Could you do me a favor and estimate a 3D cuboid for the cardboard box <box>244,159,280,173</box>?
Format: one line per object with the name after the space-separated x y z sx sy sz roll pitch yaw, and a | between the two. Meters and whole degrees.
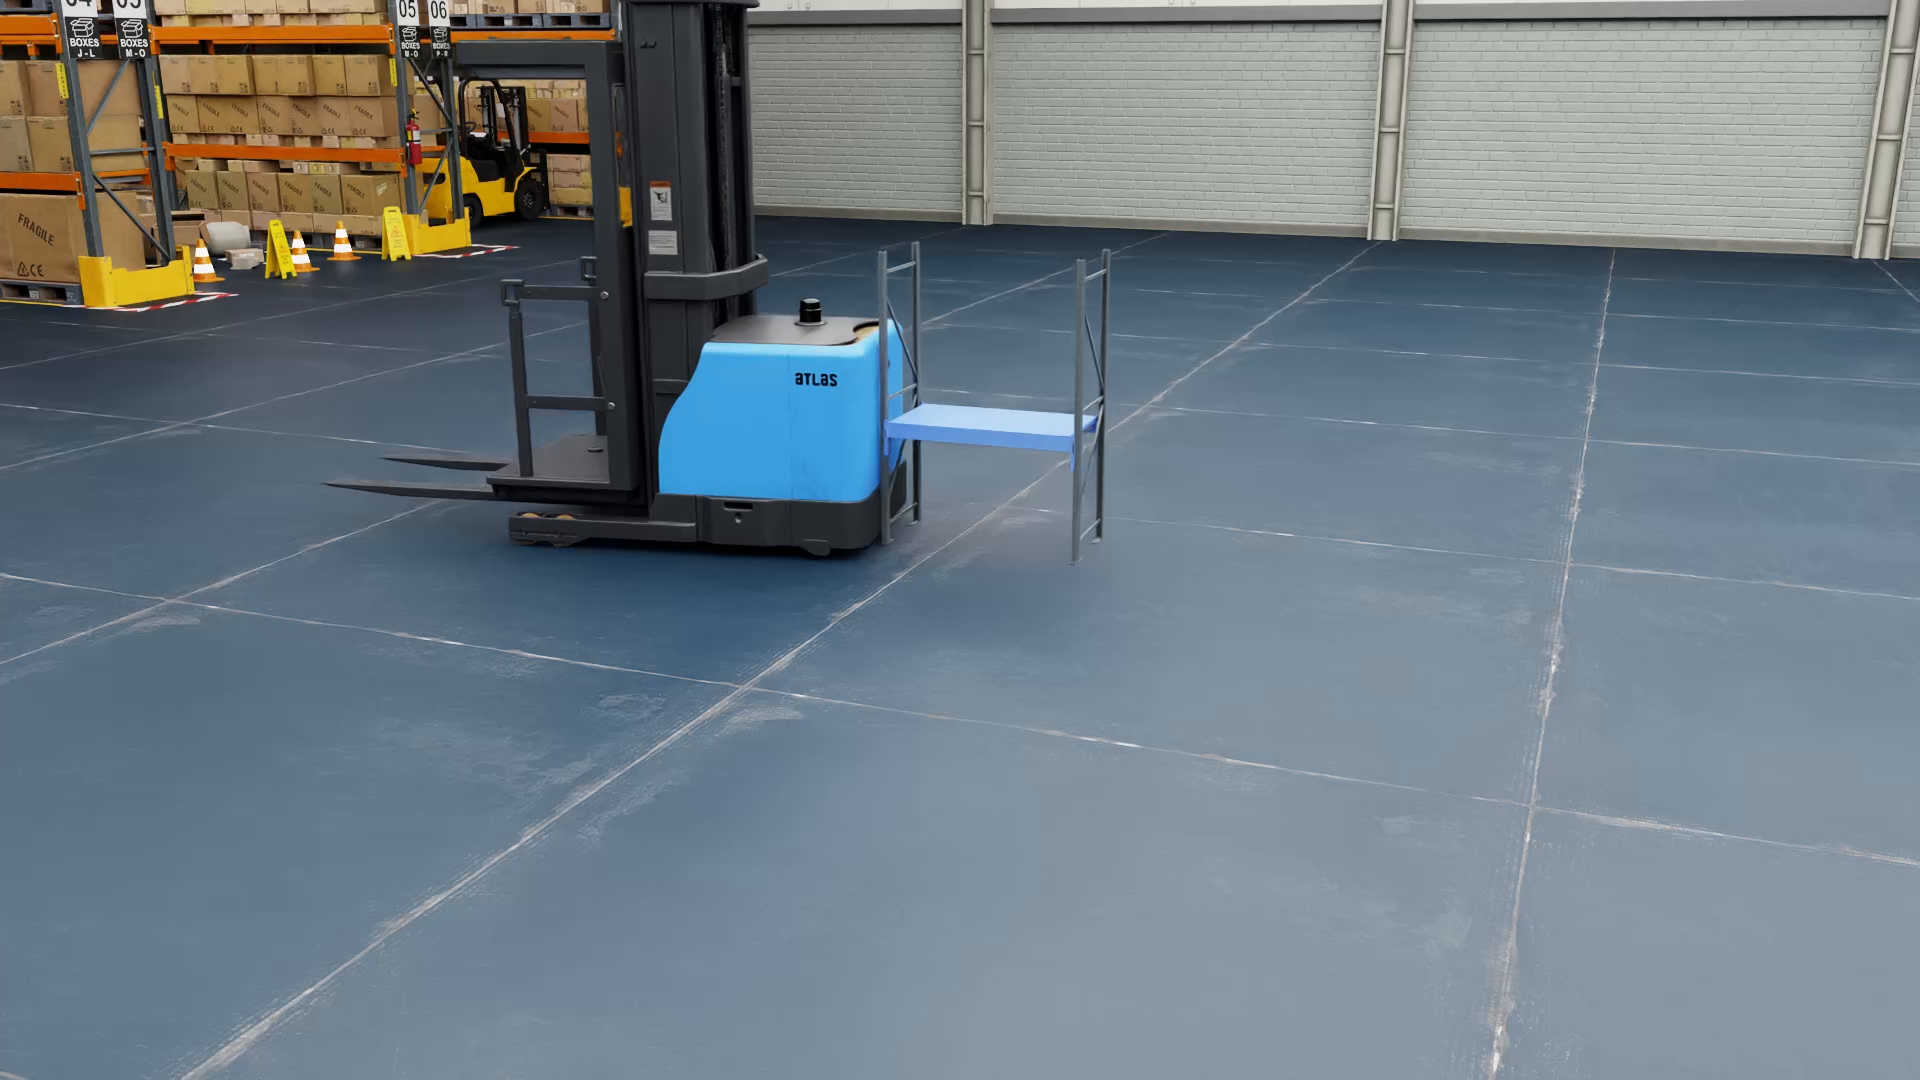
-9.258 -4.962 22.056 0.250 0.149 0.380 7 18 24 | cardboard box

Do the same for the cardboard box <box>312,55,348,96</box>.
-7.834 -5.958 21.311 0.500 0.500 0.700 6 17 21 | cardboard box

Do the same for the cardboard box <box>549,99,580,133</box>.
-6.027 -6.611 25.887 0.500 0.500 0.500 7 18 22 | cardboard box

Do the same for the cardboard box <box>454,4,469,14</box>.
-7.693 -8.301 26.025 0.250 0.149 0.380 7 18 22 | cardboard box

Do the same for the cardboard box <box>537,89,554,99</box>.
-6.378 -6.952 25.898 0.250 0.149 0.380 6 17 19 | cardboard box

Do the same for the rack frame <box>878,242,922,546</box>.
-0.307 -0.759 8.596 0.032 1.500 0.500 6 17 19 | rack frame

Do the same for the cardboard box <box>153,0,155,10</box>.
-11.129 -7.239 22.365 0.500 0.250 0.500 6 17 20 | cardboard box

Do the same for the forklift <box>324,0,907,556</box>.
-1.862 -1.509 8.614 3.031 2.935 1.130 3 16 10 | forklift

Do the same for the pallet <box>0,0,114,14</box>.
-9.227 -5.415 16.724 1.213 0.211 1.003 6 17 21 | pallet

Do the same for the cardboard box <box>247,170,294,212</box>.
-9.098 -4.653 22.154 0.500 0.500 0.500 7 18 24 | cardboard box

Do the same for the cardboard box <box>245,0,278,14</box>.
-8.808 -6.886 21.369 0.500 0.250 0.500 6 17 21 | cardboard box

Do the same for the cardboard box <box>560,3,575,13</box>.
-5.875 -8.101 25.336 0.250 0.149 0.380 6 17 19 | cardboard box

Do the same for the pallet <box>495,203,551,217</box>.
-6.851 -5.379 26.823 1.213 0.211 1.003 6 17 21 | pallet

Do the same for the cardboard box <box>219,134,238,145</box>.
-9.627 -5.345 22.155 0.250 0.149 0.380 7 18 22 | cardboard box

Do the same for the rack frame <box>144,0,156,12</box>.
-10.532 -8.528 21.908 0.127 3.000 1.000 6 17 21 | rack frame

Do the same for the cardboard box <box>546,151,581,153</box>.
-6.298 -6.089 26.654 0.500 0.250 0.500 6 17 20 | cardboard box

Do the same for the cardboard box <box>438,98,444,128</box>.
-8.397 -6.870 26.777 0.500 0.500 0.500 6 17 19 | cardboard box

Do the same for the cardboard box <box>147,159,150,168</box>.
-13.857 -6.439 29.205 0.500 0.500 0.500 7 18 23 | cardboard box

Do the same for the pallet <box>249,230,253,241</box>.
-9.894 -4.248 22.928 1.213 0.211 1.003 6 17 21 | pallet

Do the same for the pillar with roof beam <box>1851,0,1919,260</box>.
9.855 -6.754 15.797 0.400 9.000 9.100 6 17 21 | pillar with roof beam

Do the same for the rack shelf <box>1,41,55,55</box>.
-18.017 -9.053 30.386 4.000 0.370 1.077 6 17 21 | rack shelf

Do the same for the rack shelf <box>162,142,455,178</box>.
-8.672 -5.097 22.140 4.000 0.370 1.077 6 17 21 | rack shelf

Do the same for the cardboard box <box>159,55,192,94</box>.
-10.202 -6.217 22.201 0.500 0.500 0.700 6 17 20 | cardboard box

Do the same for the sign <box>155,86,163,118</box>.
-8.324 -4.541 17.239 0.005 0.325 0.100 6 17 21 | sign

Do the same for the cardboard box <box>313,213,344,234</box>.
-8.141 -4.187 21.894 0.500 0.250 0.500 6 17 21 | cardboard box

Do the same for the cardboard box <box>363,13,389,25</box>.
-7.246 -6.522 20.828 0.250 0.149 0.380 6 17 21 | cardboard box

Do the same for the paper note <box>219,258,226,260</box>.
-9.156 -3.513 20.739 0.142 0.019 0.148 14 21 40 | paper note

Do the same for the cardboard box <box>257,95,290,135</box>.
-8.810 -5.574 21.780 0.500 0.500 0.500 6 17 21 | cardboard box

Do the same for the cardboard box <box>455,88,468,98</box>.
-7.818 -7.103 26.419 0.250 0.149 0.380 7 17 22 | cardboard box

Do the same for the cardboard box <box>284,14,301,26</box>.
-8.427 -6.660 21.304 0.250 0.149 0.380 6 17 19 | cardboard box

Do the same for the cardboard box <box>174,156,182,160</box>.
-13.482 -6.700 28.938 0.250 0.149 0.380 6 17 19 | cardboard box

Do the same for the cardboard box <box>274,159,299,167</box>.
-11.249 -6.273 28.407 0.625 0.625 0.875 7 18 22 | cardboard box

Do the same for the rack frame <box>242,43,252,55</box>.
-12.435 -7.344 28.590 0.127 3.000 1.000 6 17 21 | rack frame

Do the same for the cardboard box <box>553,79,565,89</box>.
-6.102 -7.092 25.844 0.250 0.149 0.380 6 17 21 | cardboard box

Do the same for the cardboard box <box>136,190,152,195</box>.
-11.691 -4.712 23.485 0.625 0.372 0.950 7 18 24 | cardboard box

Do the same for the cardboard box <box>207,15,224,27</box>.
-9.620 -6.797 21.778 0.250 0.149 0.380 7 18 22 | cardboard box

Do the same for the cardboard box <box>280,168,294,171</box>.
-8.934 -4.794 22.640 0.500 0.500 0.500 7 18 24 | cardboard box

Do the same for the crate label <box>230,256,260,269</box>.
-8.529 -3.314 19.844 0.298 0.136 0.250 -2 16 -8 | crate label

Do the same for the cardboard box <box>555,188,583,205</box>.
-6.005 -5.426 26.163 0.500 0.250 0.500 6 17 21 | cardboard box

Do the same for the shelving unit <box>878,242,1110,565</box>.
0.172 -0.711 8.432 1.048 1.500 0.538 6 17 19 | shelving unit

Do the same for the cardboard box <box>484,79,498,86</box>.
-7.299 -7.216 26.274 0.250 0.149 0.380 6 17 20 | cardboard box

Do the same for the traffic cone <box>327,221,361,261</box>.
-7.684 -3.729 20.688 0.334 0.463 0.336 6 17 21 | traffic cone

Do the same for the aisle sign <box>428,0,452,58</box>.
-6.640 -6.560 21.228 0.004 0.787 0.394 6 17 21 | aisle sign

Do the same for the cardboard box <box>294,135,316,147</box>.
-8.453 -5.213 21.699 0.250 0.149 0.380 6 17 20 | cardboard box

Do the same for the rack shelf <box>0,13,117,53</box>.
-10.394 -5.243 17.264 4.000 0.370 1.077 6 17 21 | rack shelf

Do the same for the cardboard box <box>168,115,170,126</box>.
-10.930 -5.866 23.198 0.250 0.149 0.380 7 17 21 | cardboard box

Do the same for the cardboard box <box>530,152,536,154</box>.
-6.955 -6.007 26.369 0.500 0.250 0.500 6 17 20 | cardboard box

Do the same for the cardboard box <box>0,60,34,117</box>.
-9.410 -4.615 16.983 0.550 0.550 0.875 6 17 21 | cardboard box

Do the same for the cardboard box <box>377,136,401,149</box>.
-7.237 -5.100 21.311 0.250 0.149 0.380 7 18 22 | cardboard box

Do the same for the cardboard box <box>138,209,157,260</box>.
-10.247 -3.721 20.344 0.503 0.637 0.797 6 17 21 | cardboard box
